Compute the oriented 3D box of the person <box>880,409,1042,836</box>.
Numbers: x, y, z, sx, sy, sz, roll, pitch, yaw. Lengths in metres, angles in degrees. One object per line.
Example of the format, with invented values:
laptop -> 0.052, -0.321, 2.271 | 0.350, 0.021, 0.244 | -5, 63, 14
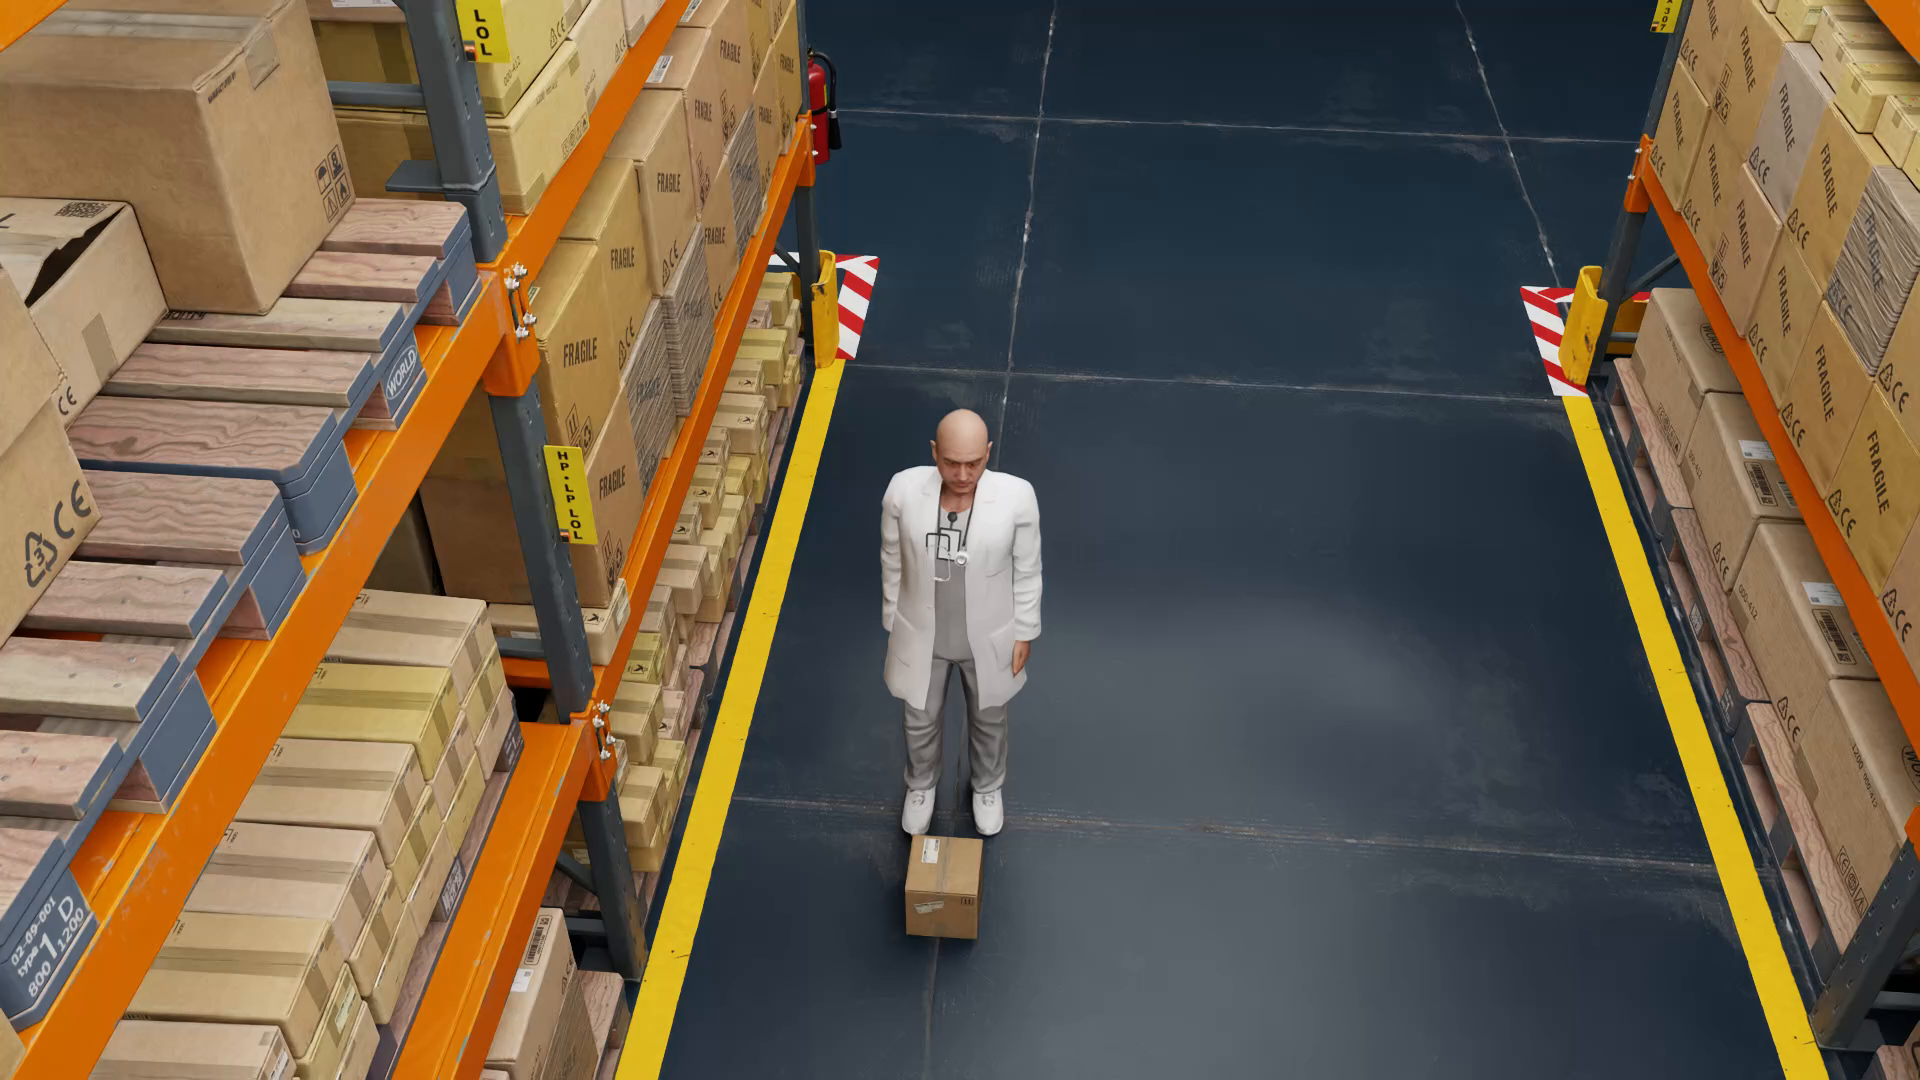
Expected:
person -> 0.001, 0.323, 5.783 | 0.560, 1.781, 0.418 | 4, 40, 5
